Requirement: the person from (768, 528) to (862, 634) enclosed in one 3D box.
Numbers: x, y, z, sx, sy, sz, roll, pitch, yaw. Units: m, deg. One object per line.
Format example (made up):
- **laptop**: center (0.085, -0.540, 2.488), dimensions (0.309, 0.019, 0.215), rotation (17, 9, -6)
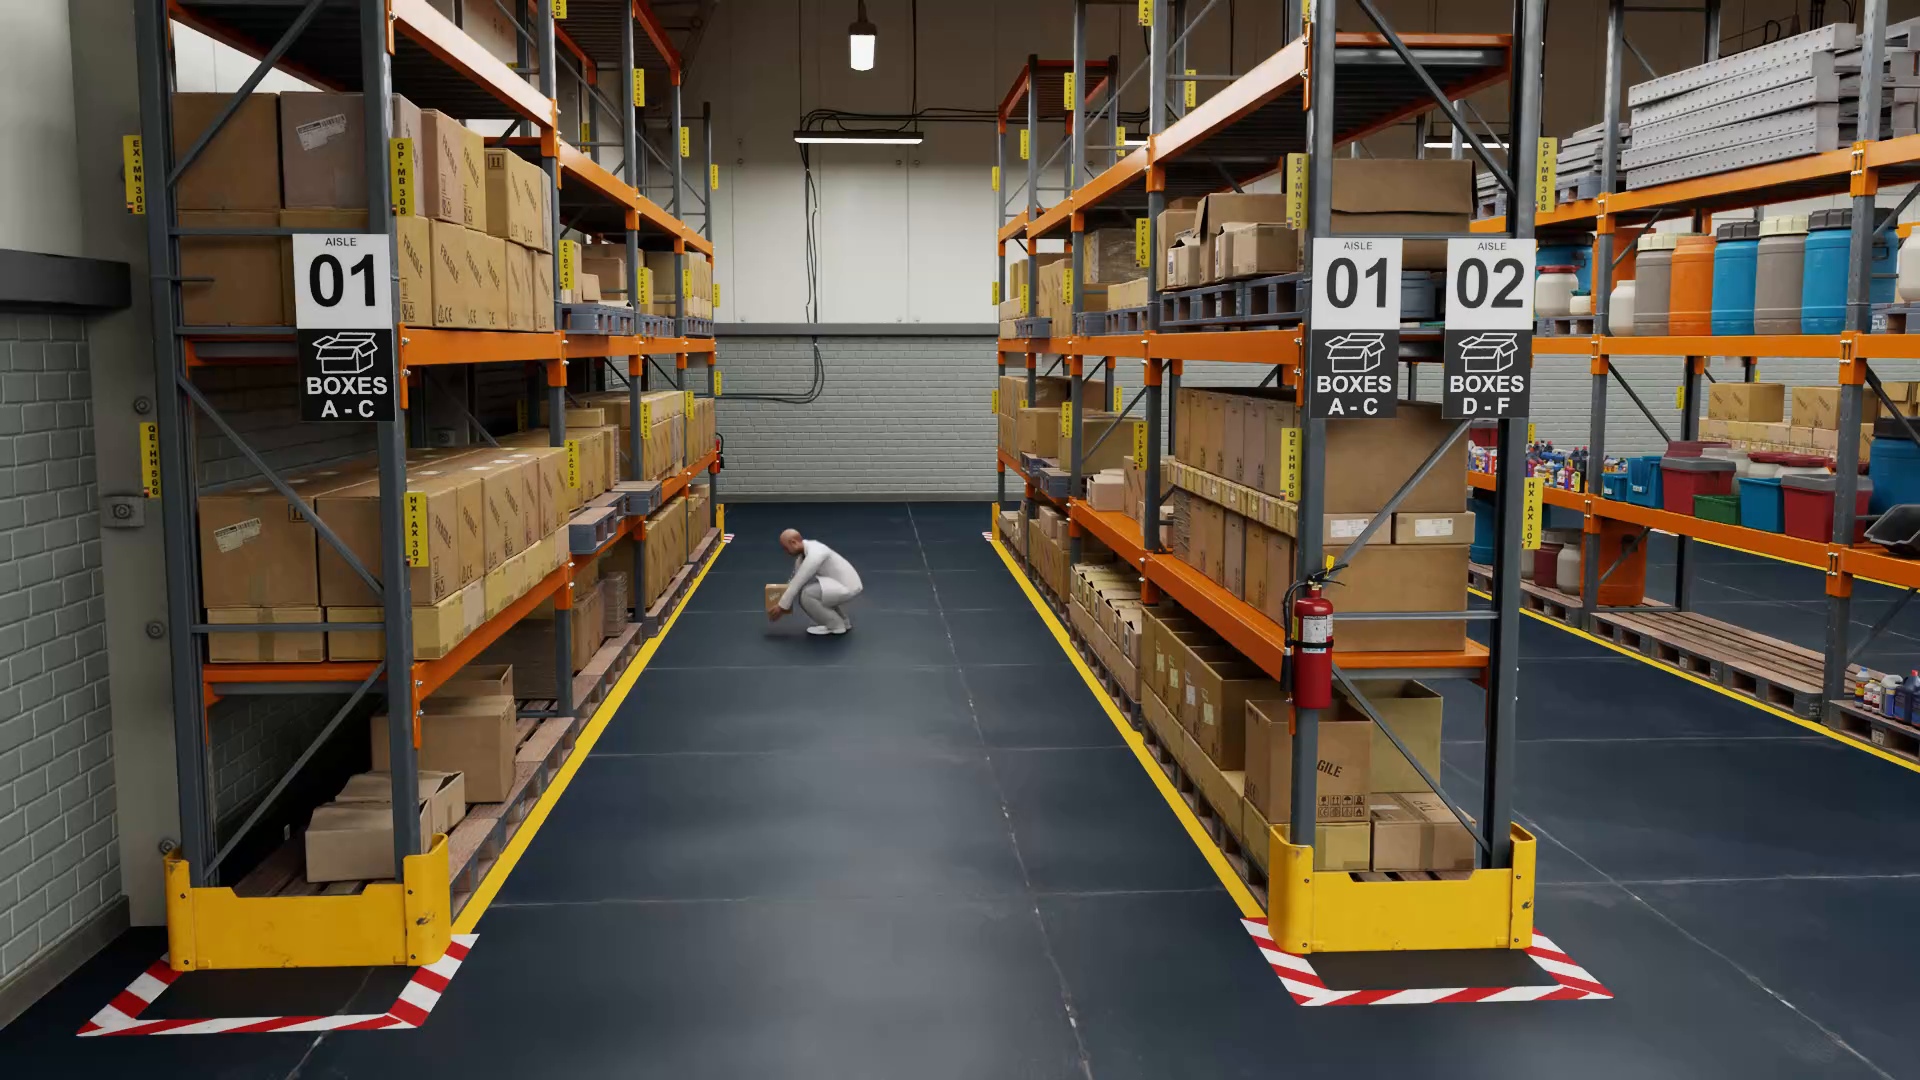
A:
- **person**: center (-1.381, 0.384, 15.852), dimensions (0.902, 1.011, 0.589), rotation (-1, 7, -5)
